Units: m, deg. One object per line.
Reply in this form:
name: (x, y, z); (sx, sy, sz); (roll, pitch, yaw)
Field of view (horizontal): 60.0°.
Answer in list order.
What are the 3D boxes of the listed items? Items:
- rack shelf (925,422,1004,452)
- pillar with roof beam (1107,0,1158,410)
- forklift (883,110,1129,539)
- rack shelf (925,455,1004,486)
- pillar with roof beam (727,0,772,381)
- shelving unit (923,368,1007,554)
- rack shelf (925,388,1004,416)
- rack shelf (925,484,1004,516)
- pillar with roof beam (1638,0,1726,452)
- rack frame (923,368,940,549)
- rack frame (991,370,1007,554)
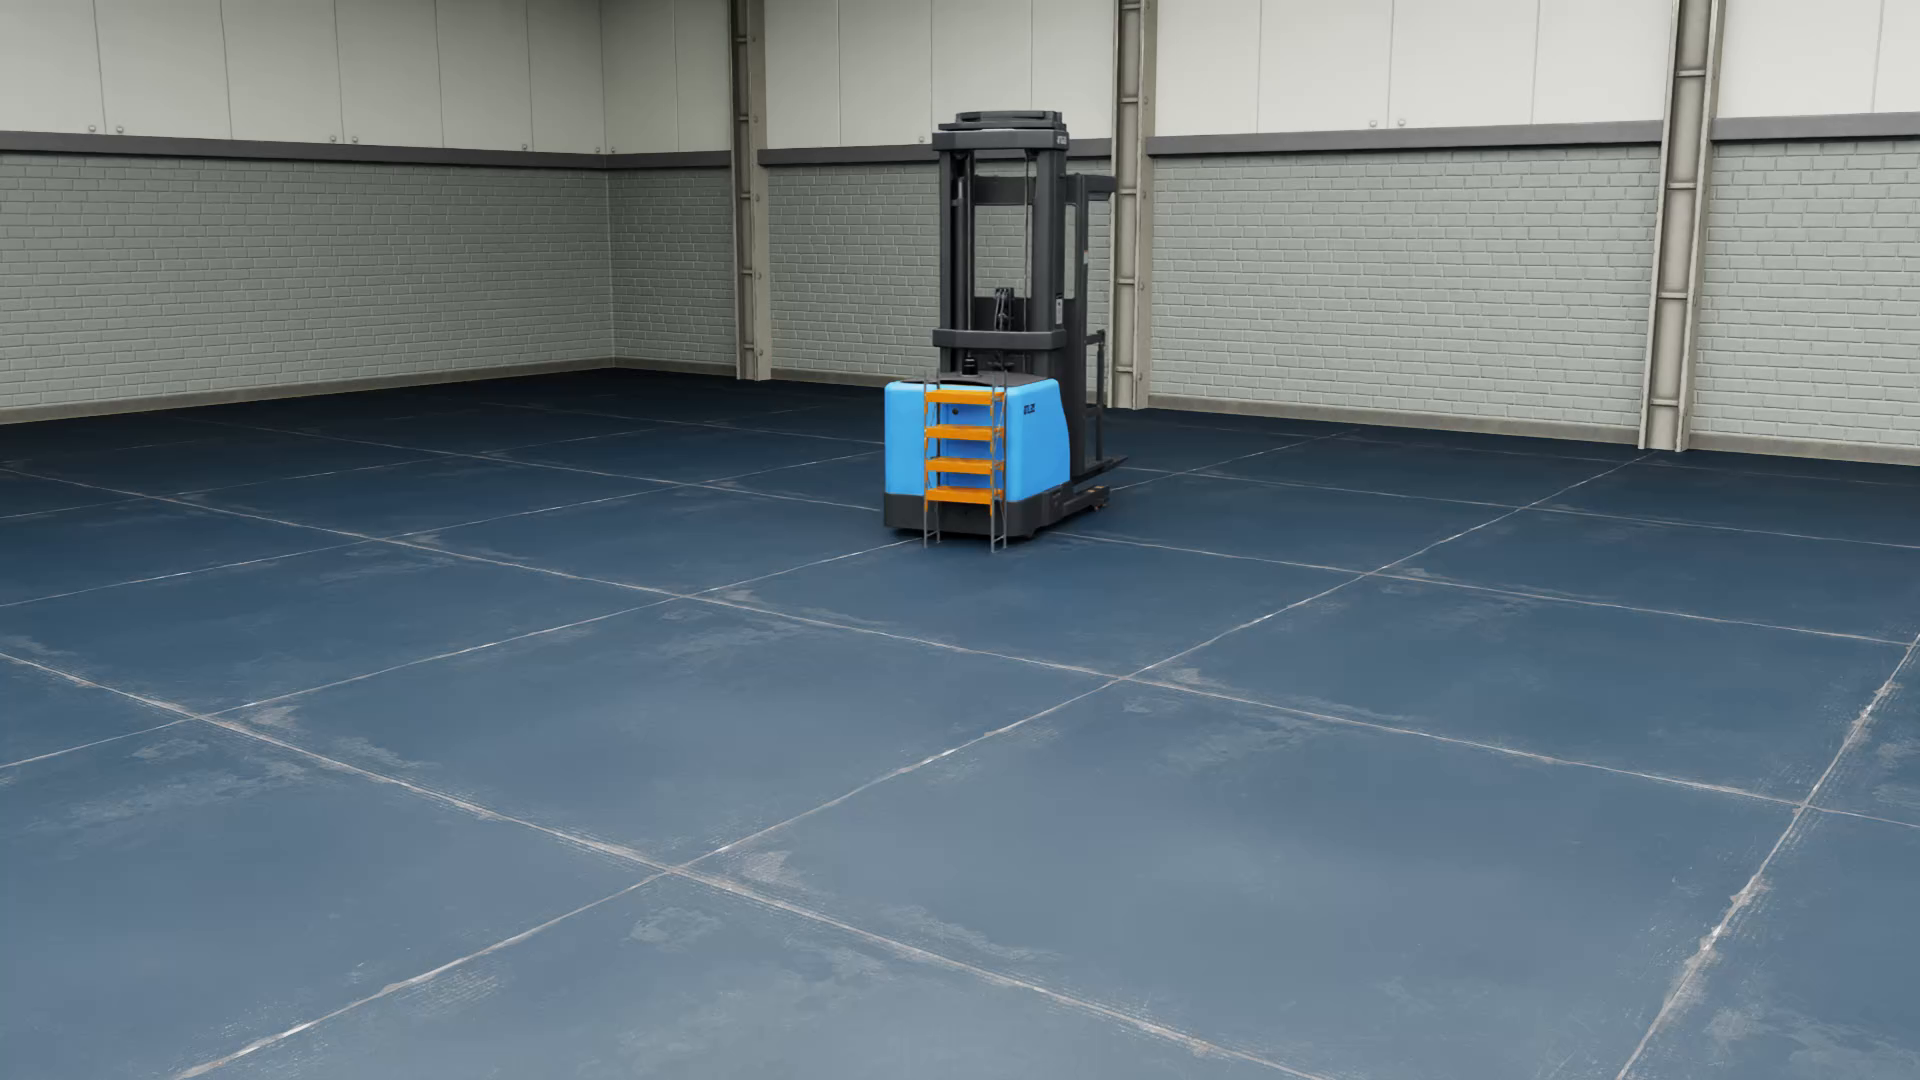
rack shelf: (0.036, -0.687, 11.099); (0.480, 0.148, 0.258); (5, 12, 22)
pillar with roof beam: (-0.567, -5.322, 15.345); (0.400, 9.000, 9.100); (8, 13, 36)
forklift: (0.512, -1.688, 12.537); (1.130, 2.935, 3.031); (5, 12, 23)
rack shelf: (0.036, -0.468, 11.142); (0.480, 0.148, 0.258); (5, 12, 22)
pillar with roof beam: (-5.403, -5.996, 18.832); (0.400, 9.000, 9.100); (8, 13, 36)
shelving unit: (0.036, -0.534, 11.129); (0.503, 1.200, 0.258); (5, 12, 22)
rack shelf: (0.036, -0.919, 11.054); (0.480, 0.148, 0.258); (5, 12, 22)
rack shelf: (0.036, -0.273, 11.180); (0.480, 0.148, 0.258); (5, 12, 22)
pillar with roof beam: (4.269, -4.647, 11.858); (0.400, 9.000, 9.100); (8, 13, 36)
rack frame: (-0.189, -0.552, 11.222); (0.015, 1.200, 0.240); (5, 12, 22)
rack frame: (0.261, -0.516, 11.036); (0.015, 1.200, 0.240); (5, 12, 22)
